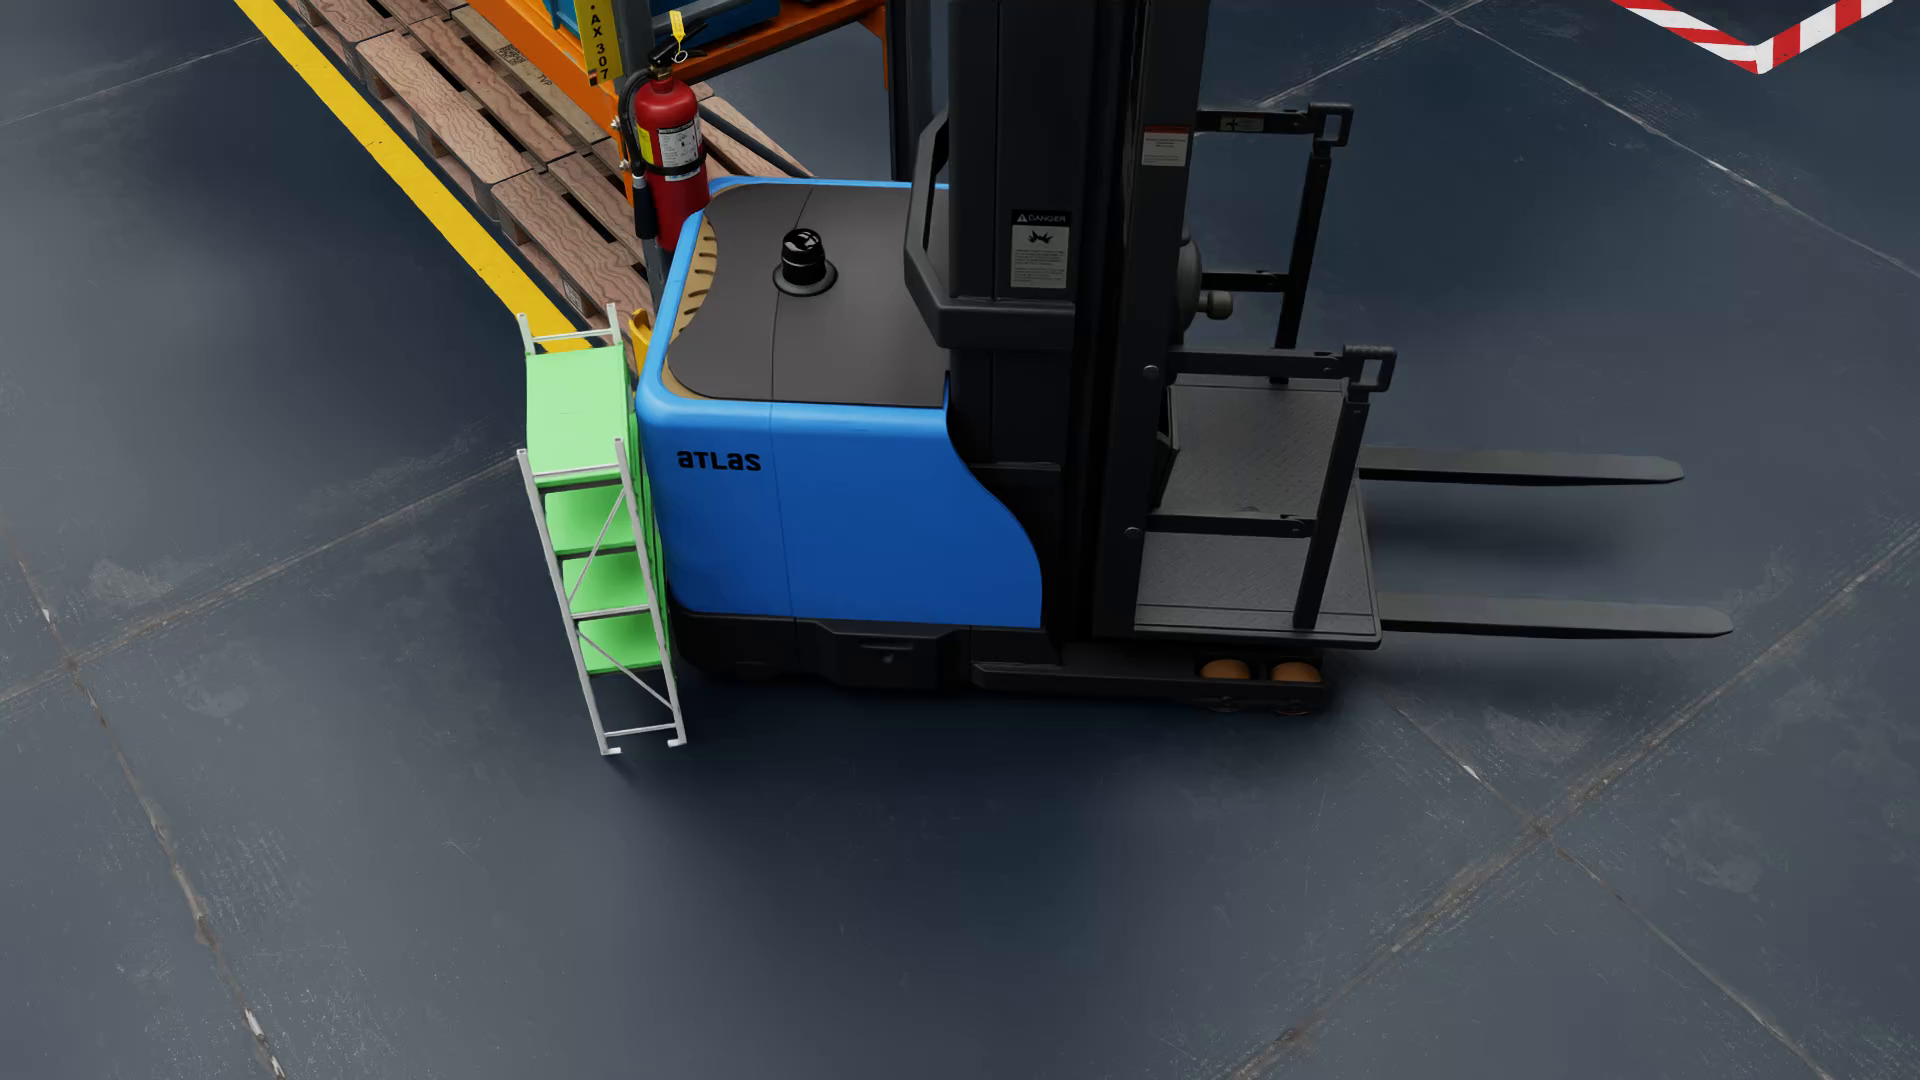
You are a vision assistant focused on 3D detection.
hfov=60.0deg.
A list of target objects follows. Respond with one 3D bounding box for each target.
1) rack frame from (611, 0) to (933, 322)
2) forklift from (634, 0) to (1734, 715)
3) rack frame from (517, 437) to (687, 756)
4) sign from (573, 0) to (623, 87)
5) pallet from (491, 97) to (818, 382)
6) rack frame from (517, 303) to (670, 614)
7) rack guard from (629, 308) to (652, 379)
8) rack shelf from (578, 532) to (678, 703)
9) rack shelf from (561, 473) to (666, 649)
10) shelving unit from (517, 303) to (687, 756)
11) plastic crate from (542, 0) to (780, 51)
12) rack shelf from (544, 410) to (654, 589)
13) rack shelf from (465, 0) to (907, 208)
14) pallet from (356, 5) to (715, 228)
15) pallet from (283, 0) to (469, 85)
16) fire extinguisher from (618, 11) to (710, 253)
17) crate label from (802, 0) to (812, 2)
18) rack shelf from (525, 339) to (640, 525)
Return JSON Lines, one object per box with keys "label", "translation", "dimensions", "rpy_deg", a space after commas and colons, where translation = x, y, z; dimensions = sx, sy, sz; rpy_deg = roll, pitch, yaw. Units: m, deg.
{"label": "rack frame", "translation": [-0.517, -1.539, 4.621], "dimensions": [1.000, 3.000, 0.127], "rpy_deg": [-29, 54, -24]}
{"label": "forklift", "translation": [0.705, -0.889, 4.077], "dimensions": [3.031, 2.935, 1.130], "rpy_deg": [2, 48, 2]}
{"label": "rack frame", "translation": [-0.897, 0.185, 4.272], "dimensions": [0.240, 1.200, 0.015], "rpy_deg": [-8, 48, -7]}
{"label": "sign", "translation": [-0.945, -1.338, 4.328], "dimensions": [0.100, 0.325, 0.005], "rpy_deg": [-29, 54, -24]}
{"label": "pallet", "translation": [-0.986, -1.106, 6.111], "dimensions": [1.003, 0.211, 1.213], "rpy_deg": [-29, 54, -24]}
{"label": "rack frame", "translation": [-0.982, -0.171, 4.595], "dimensions": [0.240, 1.200, 0.015], "rpy_deg": [-8, 48, -7]}
{"label": "rack guard", "translation": [-0.492, -0.691, 5.539], "dimensions": [1.175, 0.500, 0.348], "rpy_deg": [-29, 54, -24]}
{"label": "rack shelf", "translation": [-0.938, 0.211, 4.658], "dimensions": [0.258, 0.148, 0.480], "rpy_deg": [-8, 48, -7]}
{"label": "rack shelf", "translation": [-0.939, 0.050, 4.481], "dimensions": [0.258, 0.148, 0.480], "rpy_deg": [-8, 48, -7]}
{"label": "shelving unit", "translation": [-0.939, 0.007, 4.433], "dimensions": [0.258, 1.200, 0.503], "rpy_deg": [-8, 48, -7]}
{"label": "plastic crate", "translation": [-0.869, -1.685, 4.689], "dimensions": [0.616, 0.435, 0.499], "rpy_deg": [-29, 54, -24]}
{"label": "rack shelf", "translation": [-0.940, -0.111, 4.303], "dimensions": [0.258, 0.148, 0.480], "rpy_deg": [-8, 48, -7]}
{"label": "rack shelf", "translation": [-1.728, -2.477, 5.957], "dimensions": [1.077, 0.370, 4.000], "rpy_deg": [-29, 54, -24]}
{"label": "pallet", "translation": [-1.720, -1.825, 6.762], "dimensions": [1.003, 0.211, 1.213], "rpy_deg": [-29, 54, -24]}
{"label": "pallet", "translation": [-2.463, -2.545, 7.415], "dimensions": [1.003, 0.211, 1.213], "rpy_deg": [-29, 54, -24]}
{"label": "fire extinguisher", "translation": [-0.788, -1.095, 4.522], "dimensions": [0.296, 0.674, 0.183], "rpy_deg": [-29, 54, -24]}
{"label": "crate label", "translation": [-0.405, -1.797, 4.927], "dimensions": [0.416, 0.233, 0.303], "rpy_deg": [-29, 54, -24]}
{"label": "rack shelf", "translation": [-0.940, -0.272, 4.125], "dimensions": [0.258, 0.148, 0.480], "rpy_deg": [-8, 48, -7]}
